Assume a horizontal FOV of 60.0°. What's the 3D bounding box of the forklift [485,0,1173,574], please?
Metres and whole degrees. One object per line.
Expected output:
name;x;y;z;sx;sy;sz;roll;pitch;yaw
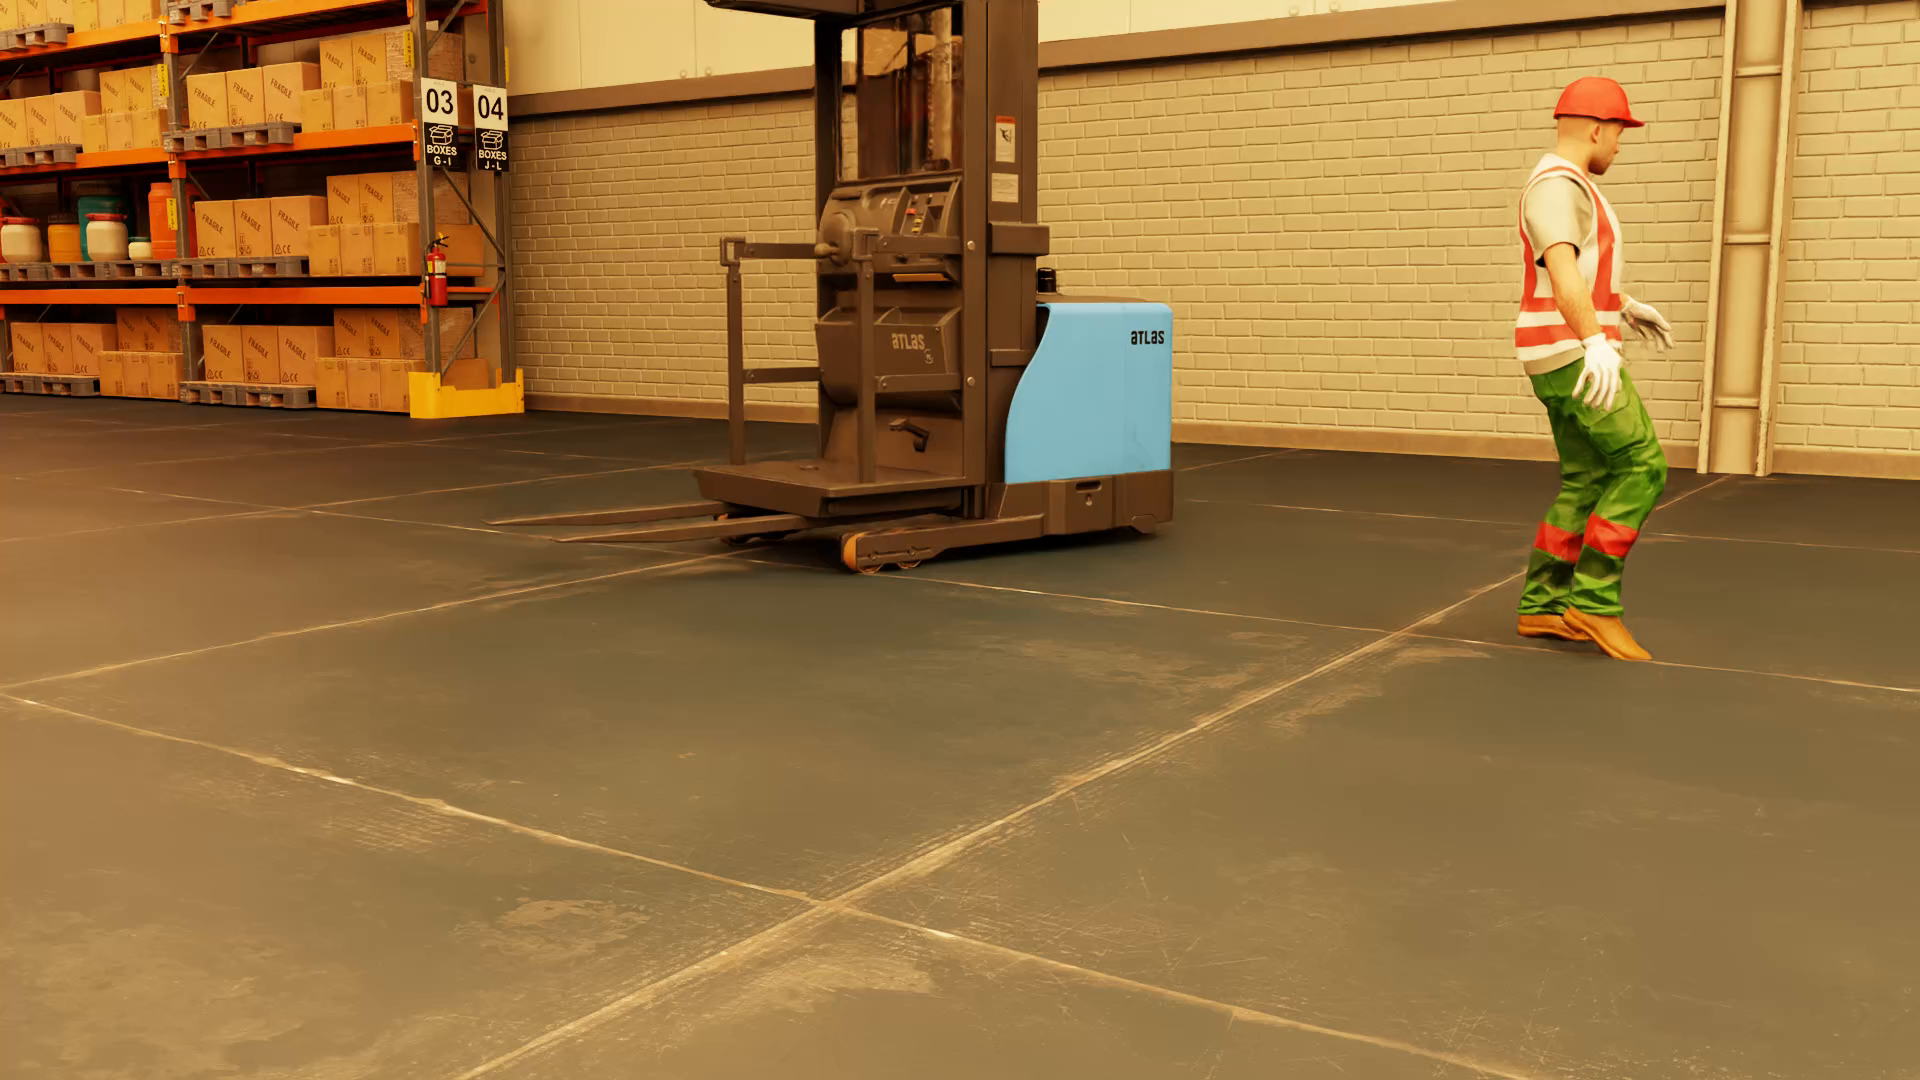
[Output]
forklift;-0.475;-1.397;7.017;3.031;2.935;1.130;-6;10;-38

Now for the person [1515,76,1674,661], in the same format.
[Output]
person;1.982;-0.531;5.212;0.478;1.797;0.944;4;9;24
